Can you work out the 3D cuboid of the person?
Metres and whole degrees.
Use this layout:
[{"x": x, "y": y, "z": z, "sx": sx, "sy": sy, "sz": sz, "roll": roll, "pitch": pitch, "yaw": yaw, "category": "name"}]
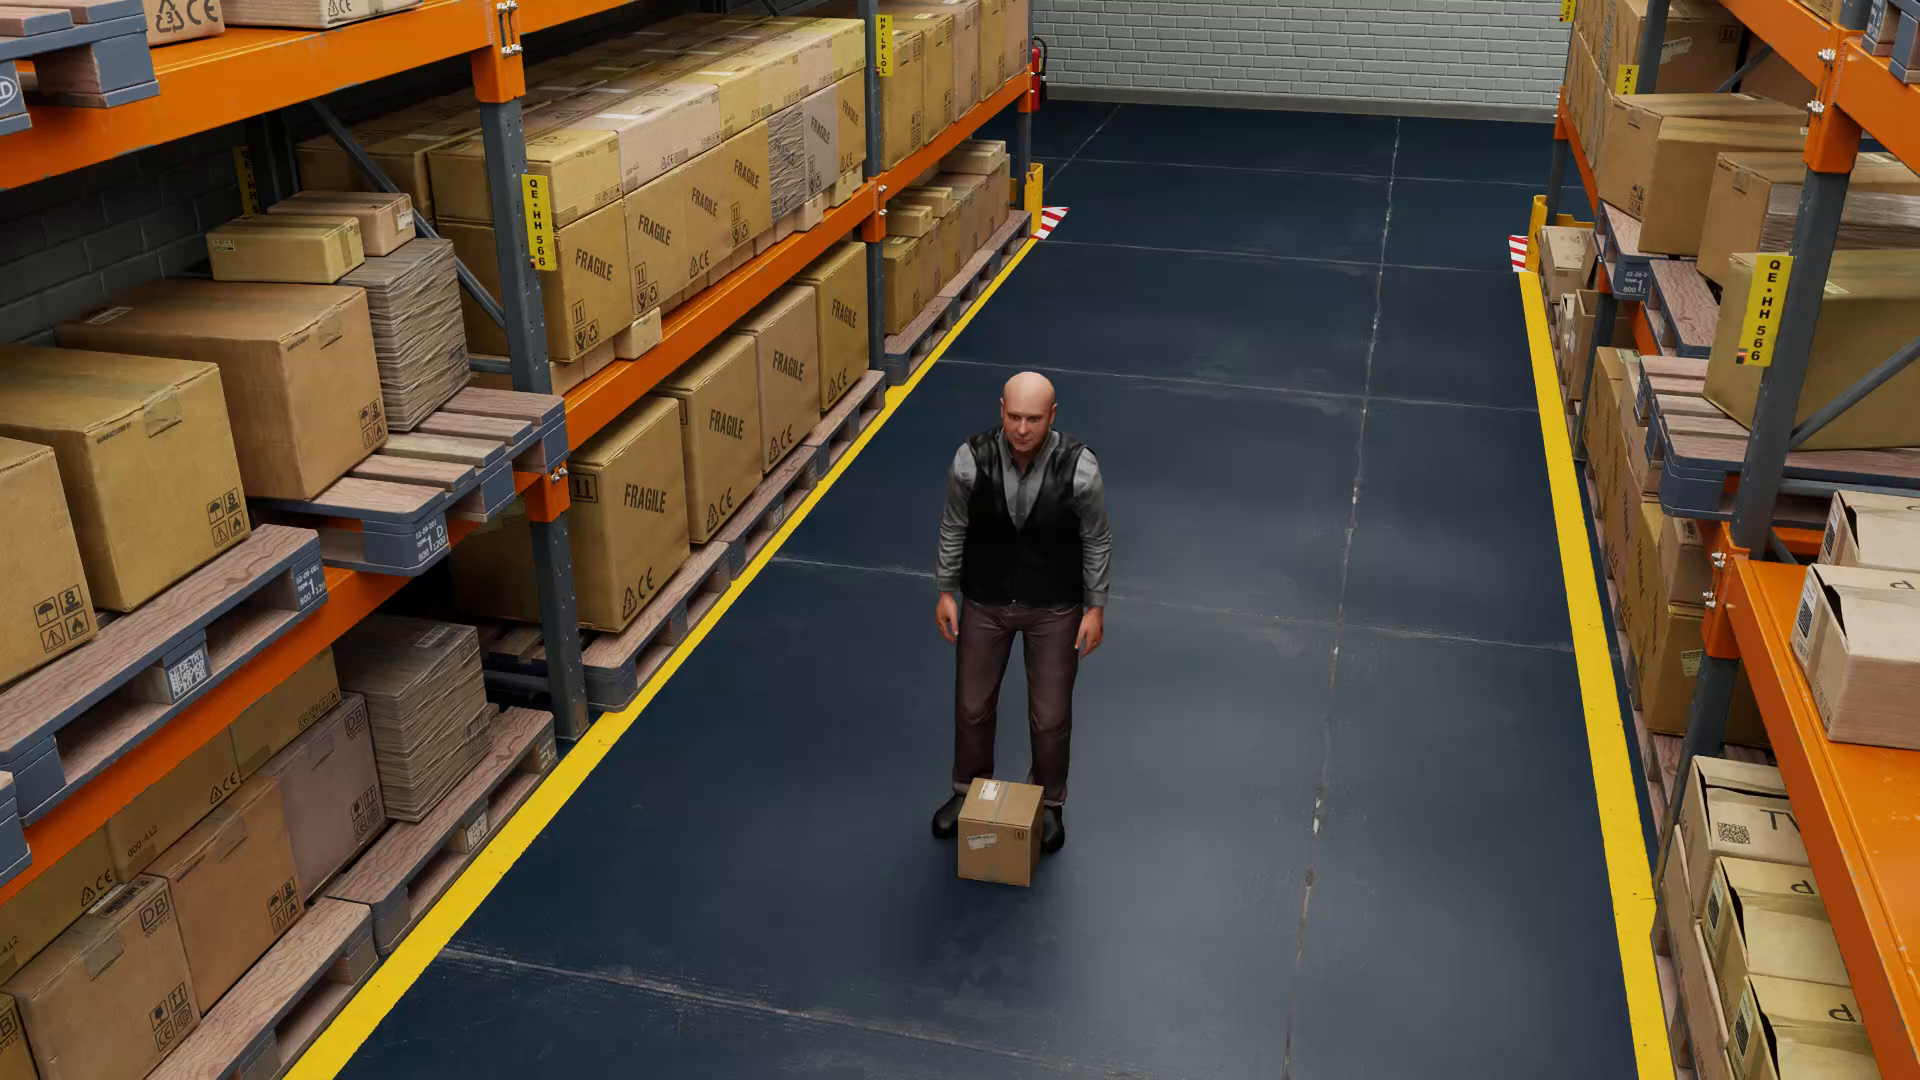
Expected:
[{"x": 0.212, "y": 0.224, "z": 5.658, "sx": 0.592, "sy": 1.722, "sz": 0.415, "roll": 5, "pitch": 26, "yaw": 11, "category": "person"}]
